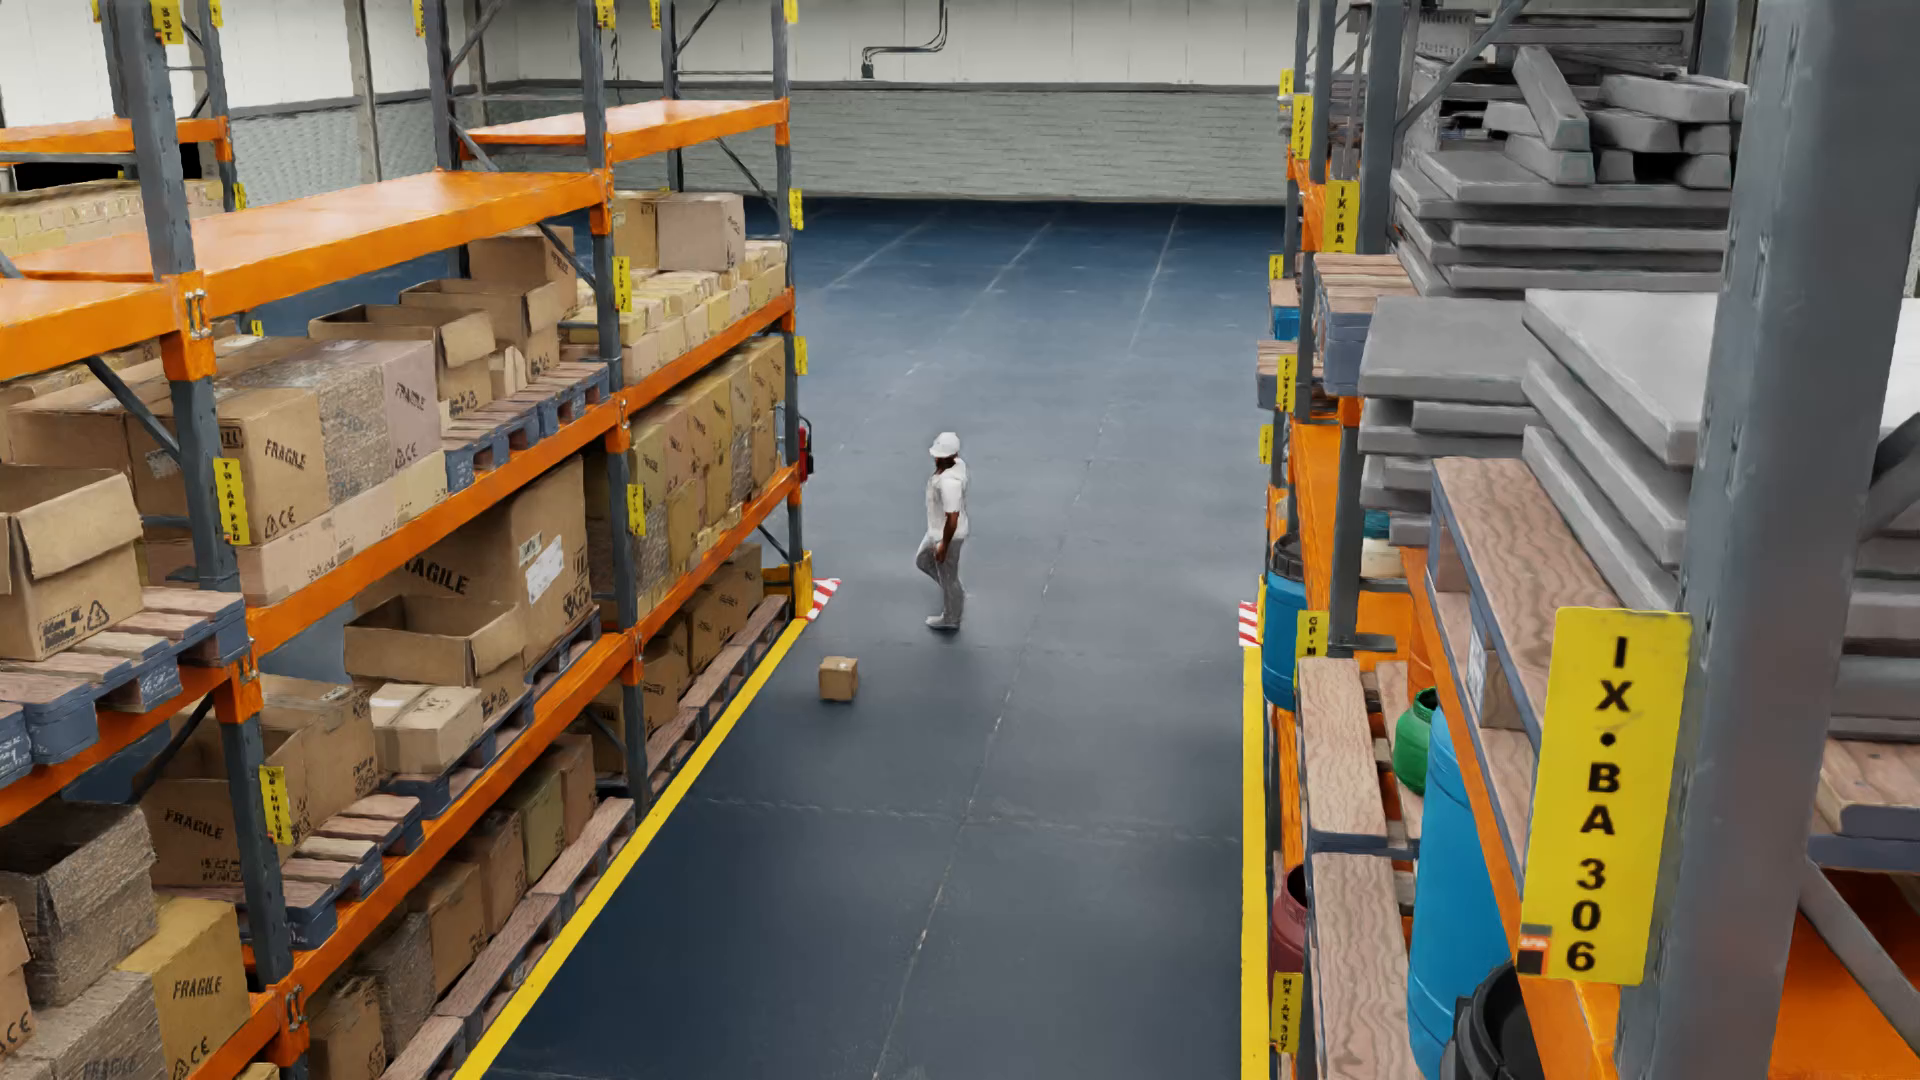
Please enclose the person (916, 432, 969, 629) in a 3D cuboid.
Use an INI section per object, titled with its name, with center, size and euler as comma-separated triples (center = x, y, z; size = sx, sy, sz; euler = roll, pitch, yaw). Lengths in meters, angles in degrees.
[person]
center = -0.154, -0.077, 13.700
size = 0.446, 1.759, 0.749
euler = 1, 18, 3
